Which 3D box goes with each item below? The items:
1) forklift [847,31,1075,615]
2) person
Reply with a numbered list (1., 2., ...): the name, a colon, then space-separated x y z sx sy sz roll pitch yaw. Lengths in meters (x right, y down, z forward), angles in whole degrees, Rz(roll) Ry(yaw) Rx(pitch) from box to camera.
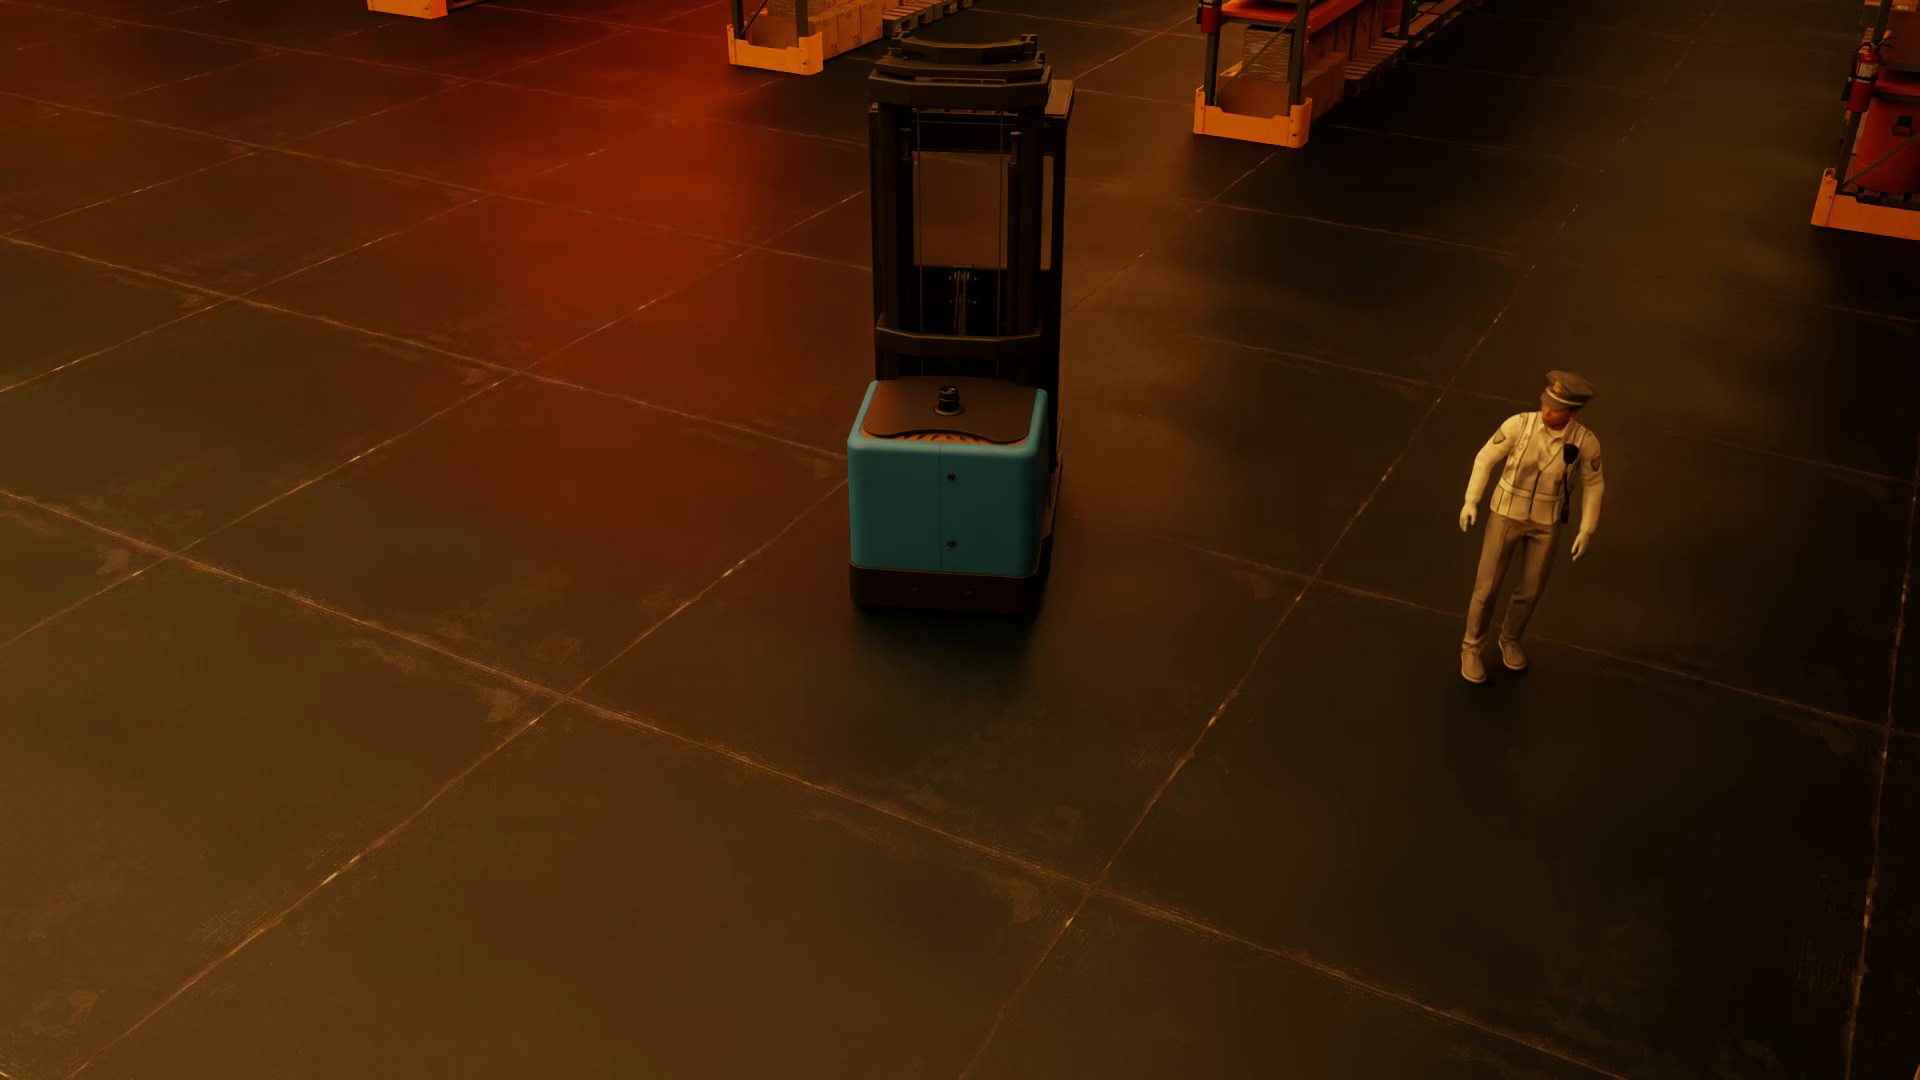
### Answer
1. forklift: 0.072 -1.572 9.794 1.130 2.935 3.031 3 30 6
2. person: 2.886 -0.058 8.437 0.668 1.671 0.475 7 31 12
